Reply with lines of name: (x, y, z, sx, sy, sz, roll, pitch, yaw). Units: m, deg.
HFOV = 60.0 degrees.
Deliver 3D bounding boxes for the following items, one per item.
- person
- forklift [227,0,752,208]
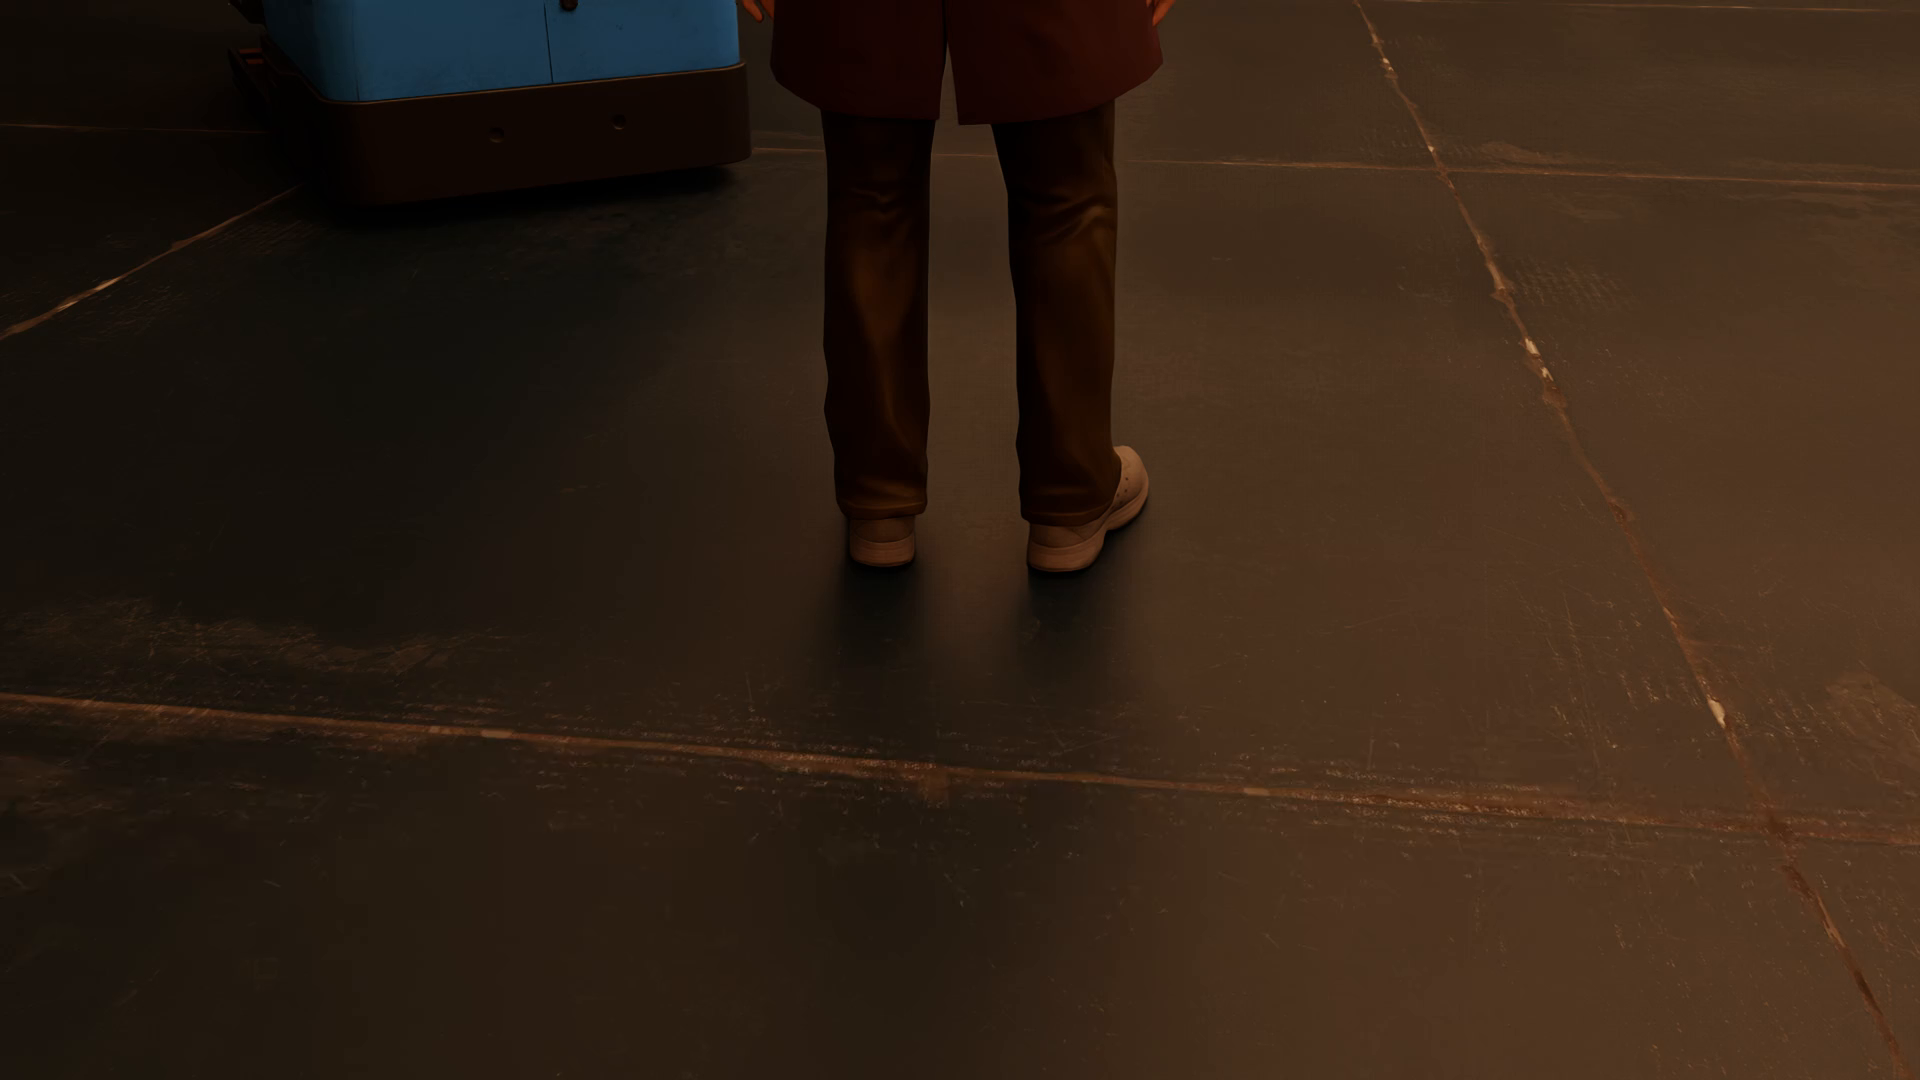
person: (-0.005, -0.808, 2.133, 0.644, 1.773, 0.431, 3, 27, 5)
forklift: (-1.680, -2.722, 4.673, 1.130, 2.935, 3.031, -13, 29, -25)
